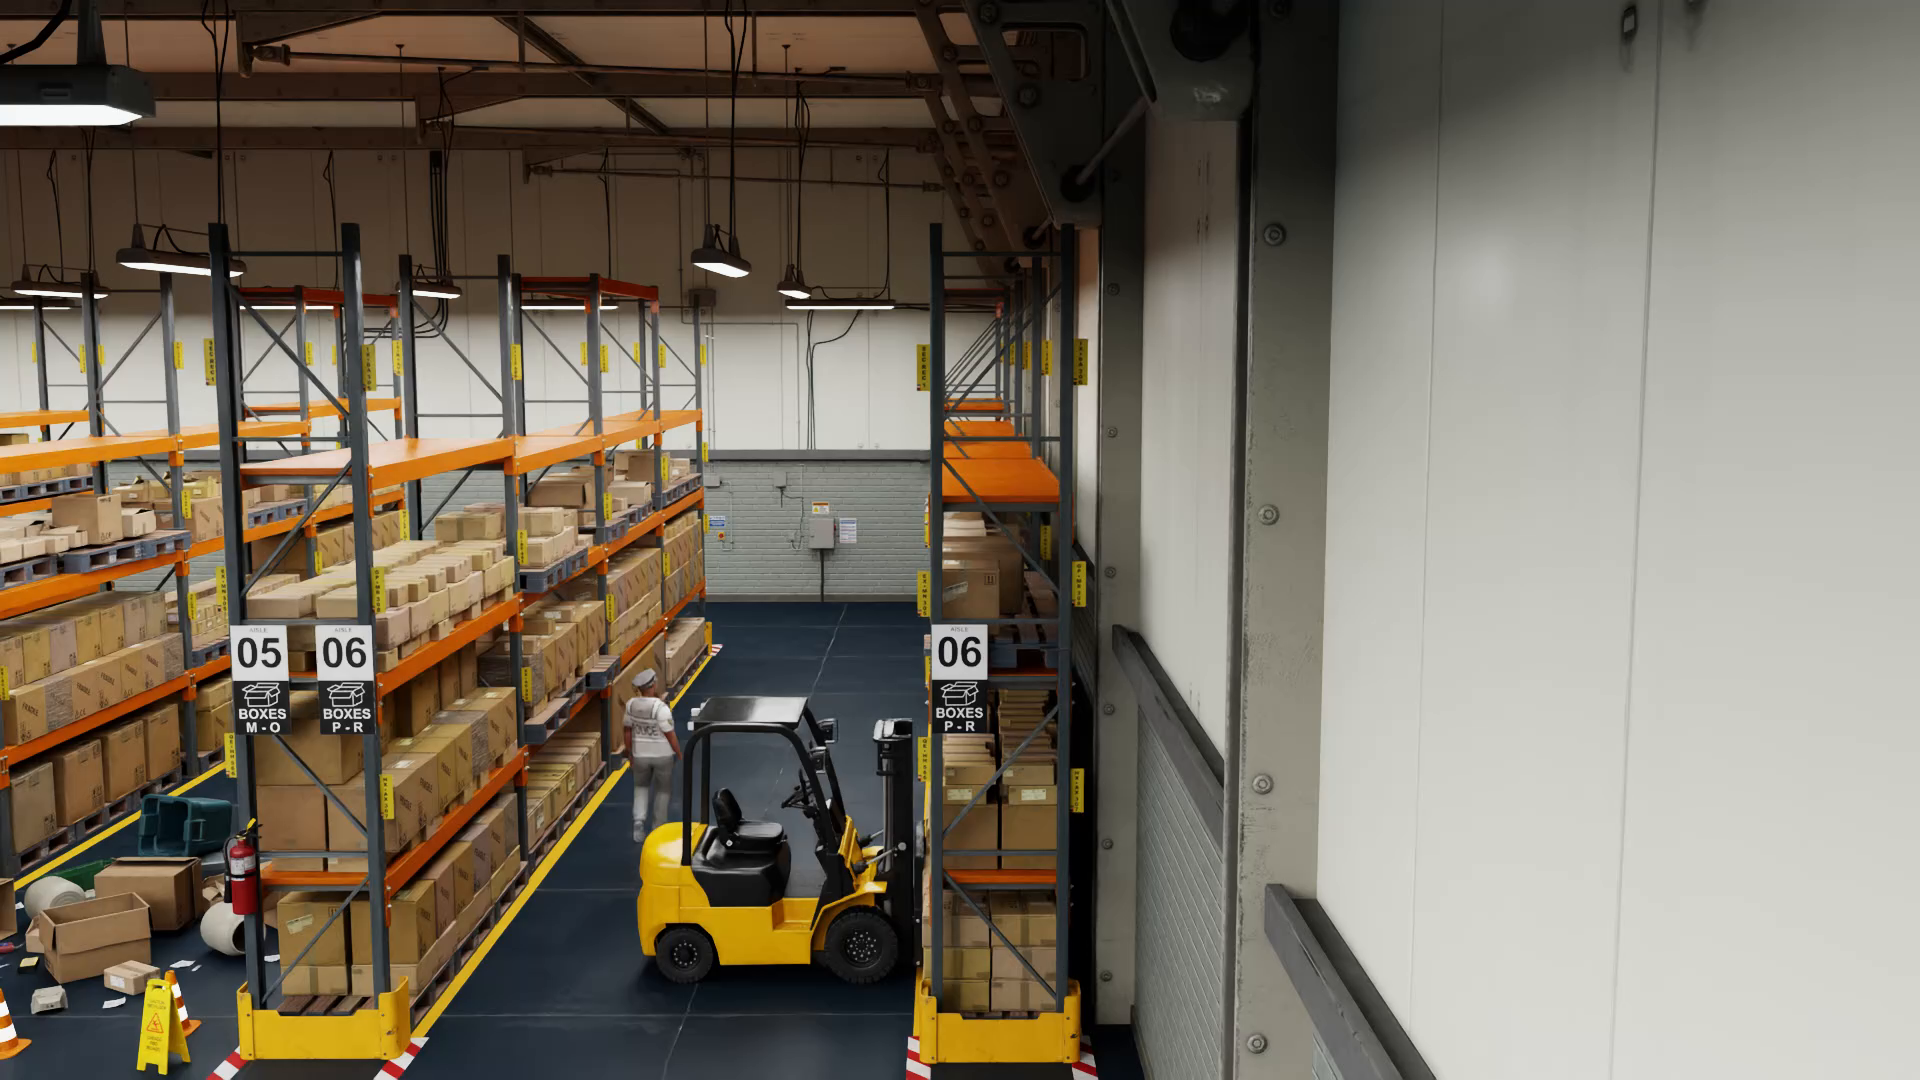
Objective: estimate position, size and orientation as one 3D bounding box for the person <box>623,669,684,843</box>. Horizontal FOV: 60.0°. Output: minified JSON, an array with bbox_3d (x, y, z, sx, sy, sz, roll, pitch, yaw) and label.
[{"bbox_3d":[-3.082,2.171,16.739,0.627,1.775,0.469,0,7,2],"label":"person"}]
